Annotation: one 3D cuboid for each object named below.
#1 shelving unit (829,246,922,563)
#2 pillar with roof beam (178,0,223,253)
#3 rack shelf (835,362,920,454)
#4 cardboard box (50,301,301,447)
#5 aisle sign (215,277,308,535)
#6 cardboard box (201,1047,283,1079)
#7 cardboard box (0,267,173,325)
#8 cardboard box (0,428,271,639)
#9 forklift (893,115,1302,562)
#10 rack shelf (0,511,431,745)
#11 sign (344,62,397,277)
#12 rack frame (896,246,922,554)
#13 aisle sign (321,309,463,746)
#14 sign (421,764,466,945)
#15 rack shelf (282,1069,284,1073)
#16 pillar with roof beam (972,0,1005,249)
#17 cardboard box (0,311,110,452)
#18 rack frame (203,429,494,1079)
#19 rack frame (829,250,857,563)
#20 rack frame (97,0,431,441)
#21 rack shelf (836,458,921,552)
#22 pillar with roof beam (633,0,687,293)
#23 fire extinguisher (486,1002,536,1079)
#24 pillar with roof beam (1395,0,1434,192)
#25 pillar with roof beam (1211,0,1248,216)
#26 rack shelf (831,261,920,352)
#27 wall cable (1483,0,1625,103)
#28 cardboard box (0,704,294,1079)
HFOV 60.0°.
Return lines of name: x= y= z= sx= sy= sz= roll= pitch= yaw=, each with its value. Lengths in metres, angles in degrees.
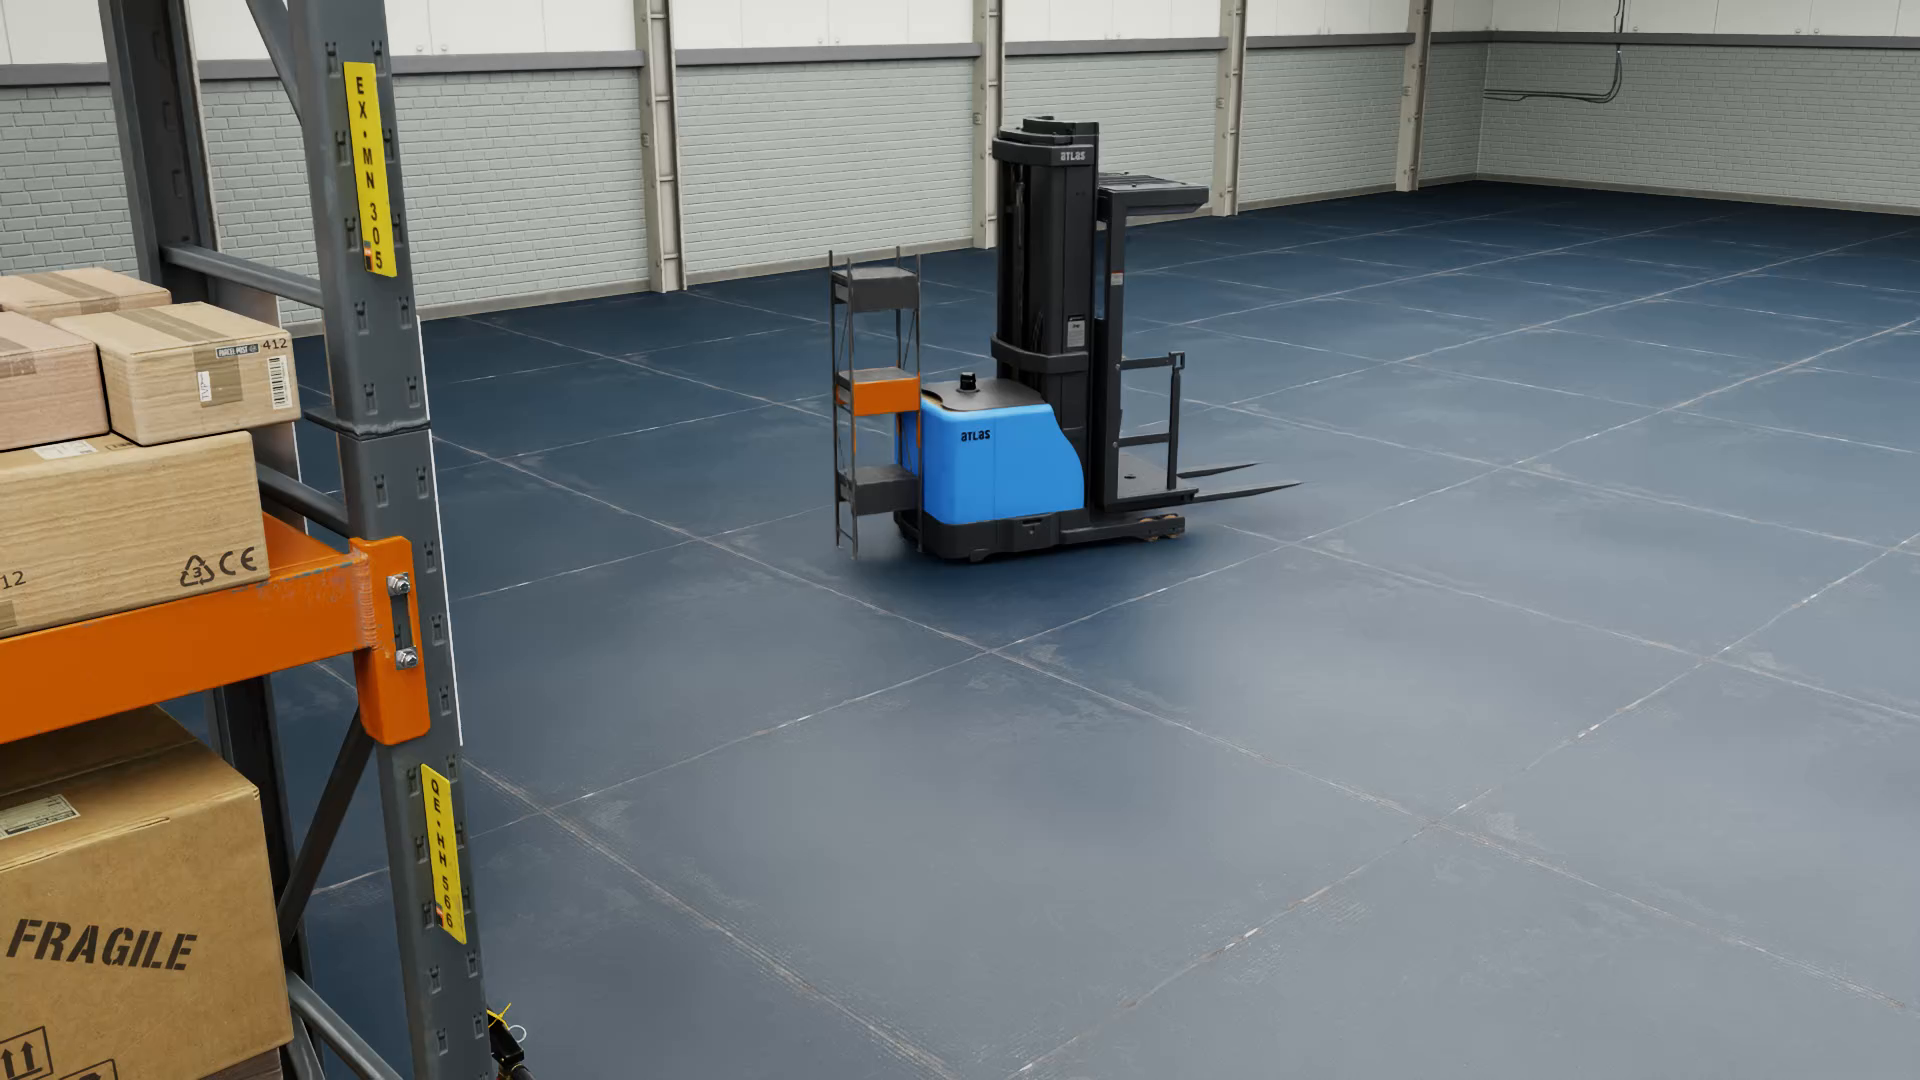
shelving unit: x=-0.575 y=-0.928 z=11.442 sx=0.503 sy=2.100 sz=0.431 roll=-8 pitch=19 yaw=-22
pillar with roof beam: x=-5.324 y=-5.409 z=14.078 sx=0.400 sy=9.000 sz=9.100 roll=-16 pitch=24 yaw=-41
rack shelf: x=-0.575 y=-0.915 z=11.447 sx=0.480 sy=0.518 sz=0.431 roll=-8 pitch=19 yaw=-22
cardboard box: x=-1.282 y=-0.278 z=2.713 sx=0.250 sy=0.149 sz=0.380 roll=-16 pitch=24 yaw=-41
aisle sign: x=-1.455 y=-0.179 z=3.458 sx=0.004 sy=0.787 sz=0.394 roll=-16 pitch=24 yaw=-41
cardboard box: x=-1.713 y=1.059 z=3.210 sx=0.500 sy=0.500 sz=0.875 roll=-16 pitch=24 yaw=-41
cardboard box: x=-1.653 y=-0.401 z=3.090 sx=0.250 sy=0.149 sz=0.380 roll=-16 pitch=24 yaw=-41
cardboard box: x=-1.470 y=-0.058 z=2.681 sx=0.500 sy=0.250 sz=0.500 roll=-16 pitch=24 yaw=-40
forklift: x=1.078 y=-1.523 z=11.931 sx=3.031 sy=2.935 sz=1.130 roll=-8 pitch=19 yaw=-22
rack shelf: x=-2.748 y=0.477 z=1.953 sx=4.000 sy=0.370 sz=1.077 roll=-16 pitch=24 yaw=-41
sign: x=-0.928 y=-0.581 z=2.615 sx=0.005 sy=0.325 sz=0.100 roll=-16 pitch=24 yaw=-41
rack frame: x=-0.351 y=-0.958 z=11.535 sx=0.015 sy=2.100 sz=0.400 roll=-8 pitch=19 yaw=-22
aisle sign: x=-1.043 y=-0.045 z=3.044 sx=0.004 sy=0.787 sz=0.394 roll=-16 pitch=24 yaw=-41
sign: x=-0.928 y=0.565 z=2.987 sx=0.005 sy=0.325 sz=0.100 roll=-16 pitch=24 yaw=-41
rack shelf: x=-2.748 y=1.904 z=2.415 sx=4.000 sy=0.370 sz=1.077 roll=-16 pitch=24 yaw=-41
pillar with roof beam: x=3.396 y=-7.952 z=21.921 sx=0.400 sy=9.000 sz=9.100 roll=-16 pitch=24 yaw=-41
cardboard box: x=-1.551 y=-0.250 z=2.624 sx=0.380 sy=0.149 sz=0.250 roll=17 pitch=25 yaw=42
rack frame: x=-1.294 y=1.138 z=3.611 sx=0.127 sy=3.000 sz=1.000 roll=-16 pitch=24 yaw=-41
rack frame: x=-0.798 y=-0.898 z=11.350 sx=0.015 sy=2.100 sz=0.400 roll=-8 pitch=19 yaw=-22
rack frame: x=-1.294 y=-1.716 z=2.686 sx=0.127 sy=3.000 sz=1.000 roll=-16 pitch=24 yaw=-41
rack shelf: x=-0.575 y=-0.249 z=11.663 sx=0.480 sy=0.518 sz=0.431 roll=-8 pitch=19 yaw=-22
pillar with roof beam: x=-0.964 y=-6.681 z=17.999 sx=0.400 sy=9.000 sz=9.100 roll=-16 pitch=24 yaw=-41
fire extinguisher: x=-0.895 y=1.254 z=3.380 sx=0.183 sy=0.674 sz=0.296 roll=-16 pitch=24 yaw=-41
pillar with roof beam: x=12.115 y=-10.495 z=29.763 sx=0.400 sy=9.000 sz=9.100 roll=-16 pitch=24 yaw=-41
pillar with roof beam: x=7.755 y=-9.223 z=25.842 sx=0.400 sy=9.000 sz=9.100 roll=-16 pitch=24 yaw=-41
rack shelf: x=-0.575 y=-1.581 z=11.231 sx=0.480 sy=0.518 sz=0.431 roll=-8 pitch=19 yaw=-22
wall cable: x=12.206 y=-10.310 z=34.229 sx=0.112 sy=2.526 sz=3.097 roll=-16 pitch=24 yaw=-41
cardboard box: x=-1.524 y=0.645 z=2.866 sx=0.500 sy=0.500 sz=0.500 roll=-16 pitch=24 yaw=-41
